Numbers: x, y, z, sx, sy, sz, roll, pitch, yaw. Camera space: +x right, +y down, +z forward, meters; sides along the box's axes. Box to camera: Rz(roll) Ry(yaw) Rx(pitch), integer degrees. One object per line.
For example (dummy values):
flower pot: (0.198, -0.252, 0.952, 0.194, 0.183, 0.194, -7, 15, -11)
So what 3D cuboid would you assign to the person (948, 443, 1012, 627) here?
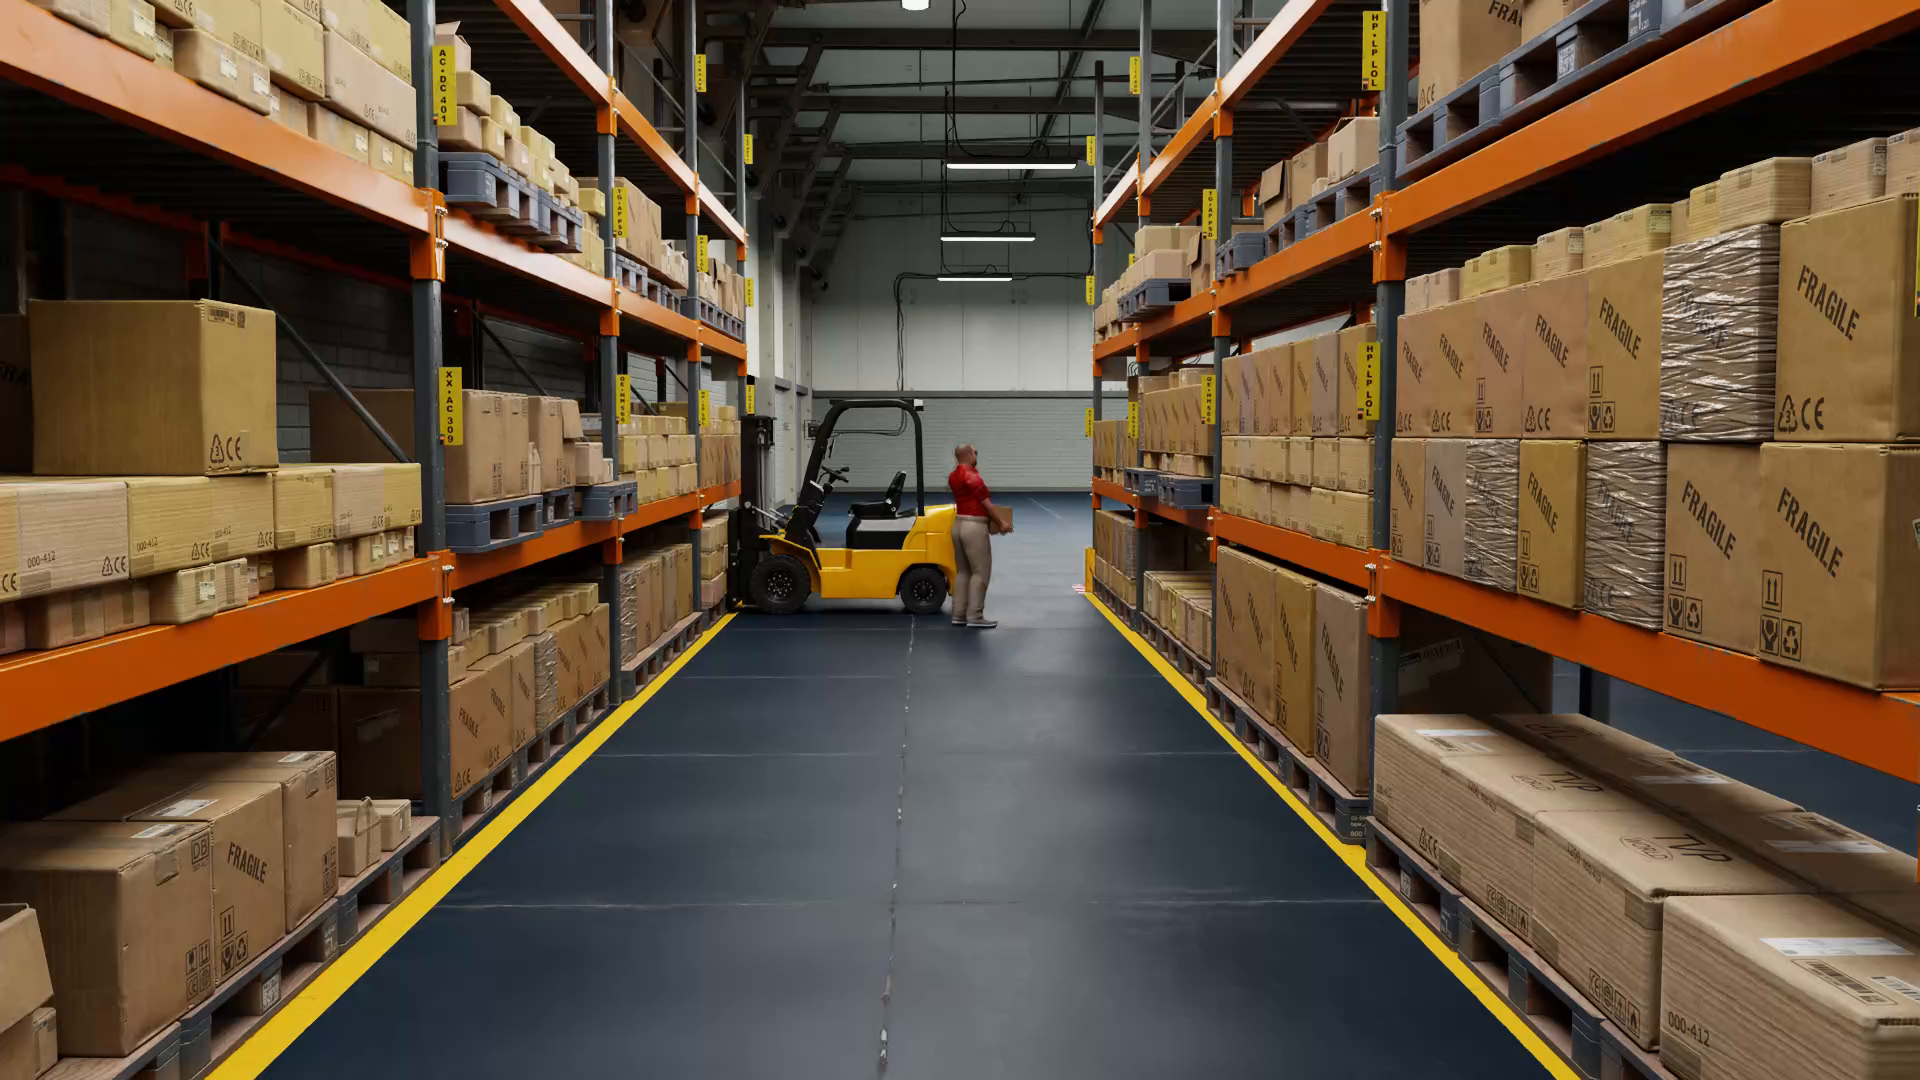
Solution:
person: (0.187, -0.052, 15.694, 0.529, 1.720, 0.499, -2, 4, -28)
